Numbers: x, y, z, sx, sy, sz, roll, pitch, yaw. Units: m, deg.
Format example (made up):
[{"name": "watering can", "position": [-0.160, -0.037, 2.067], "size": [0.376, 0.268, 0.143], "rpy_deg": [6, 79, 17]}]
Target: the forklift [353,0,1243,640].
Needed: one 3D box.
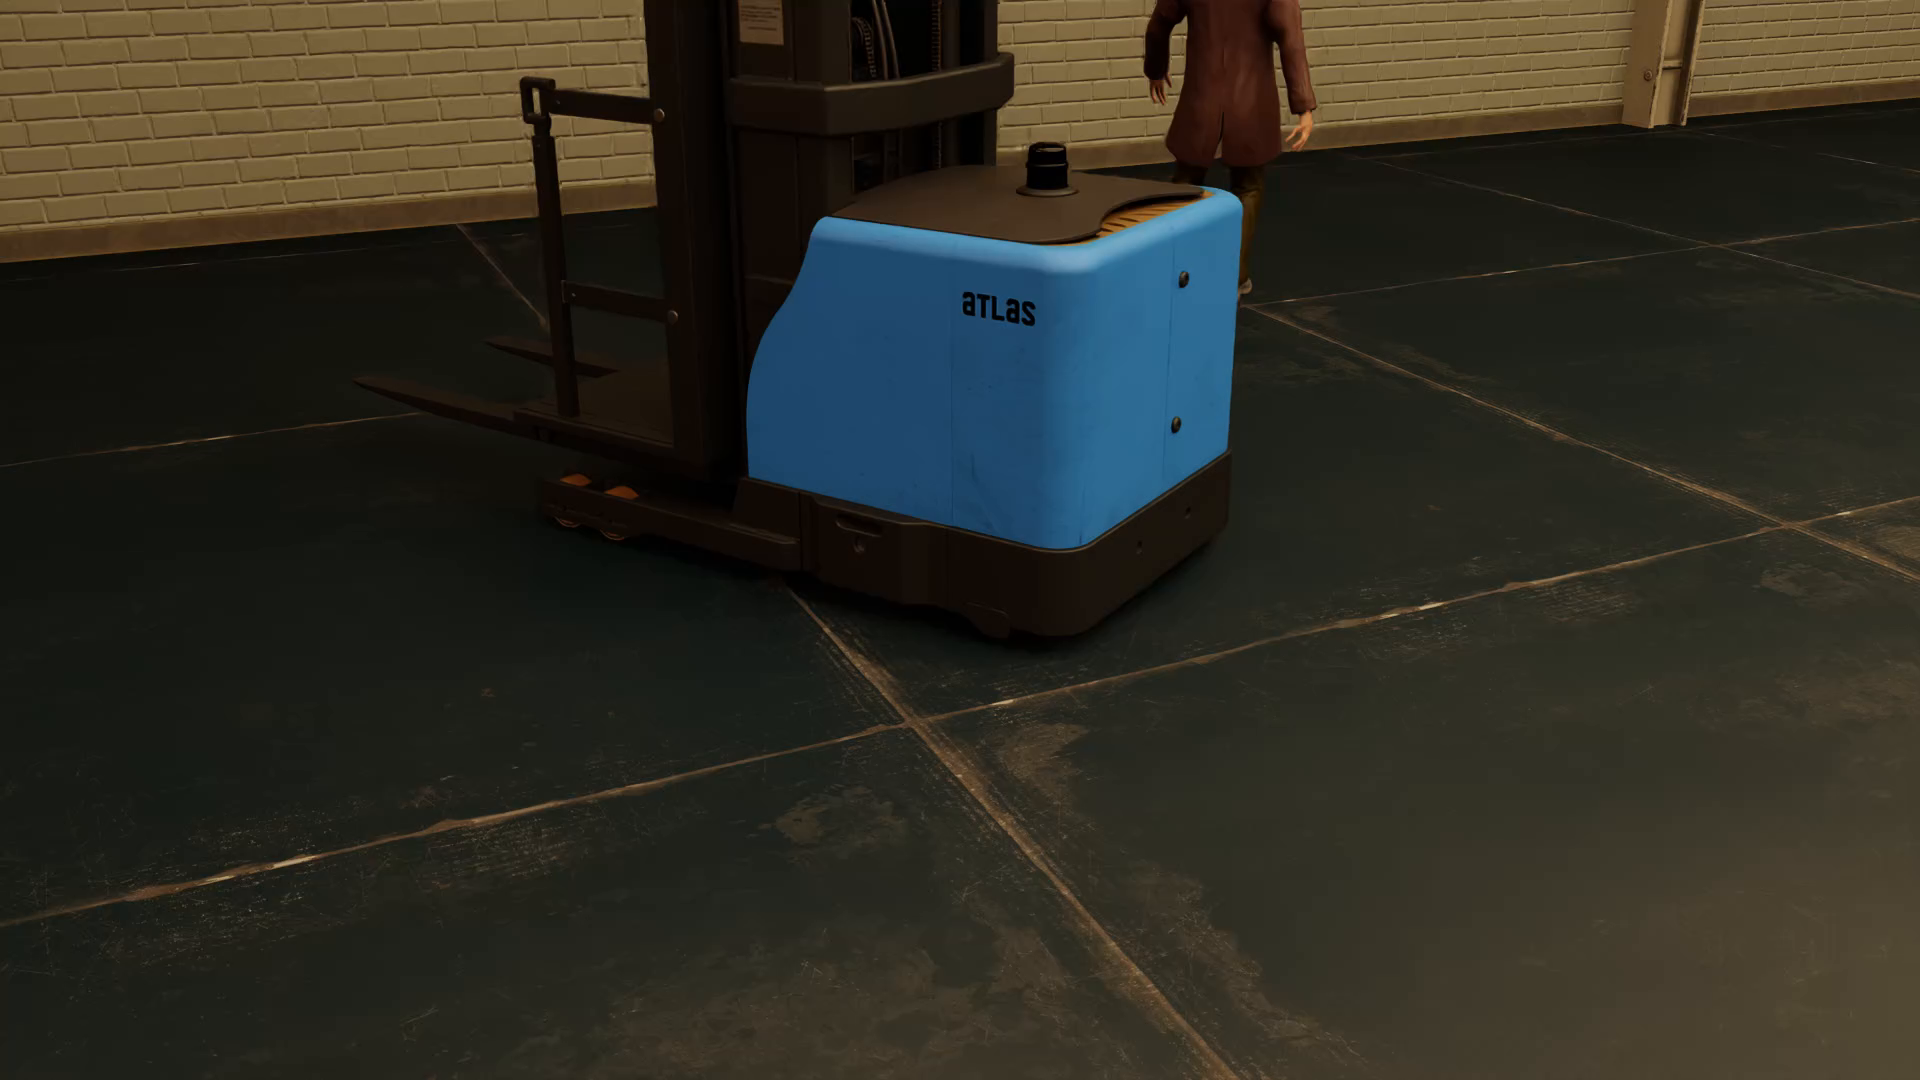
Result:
[{"name": "forklift", "position": [-0.702, -1.505, 4.908], "size": [3.031, 2.935, 1.130], "rpy_deg": [14, 26, 30]}]

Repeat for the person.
[{"name": "person", "position": [1.192, -1.943, 7.497], "size": [0.852, 1.761, 0.651], "rpy_deg": [7, 24, 17]}]
